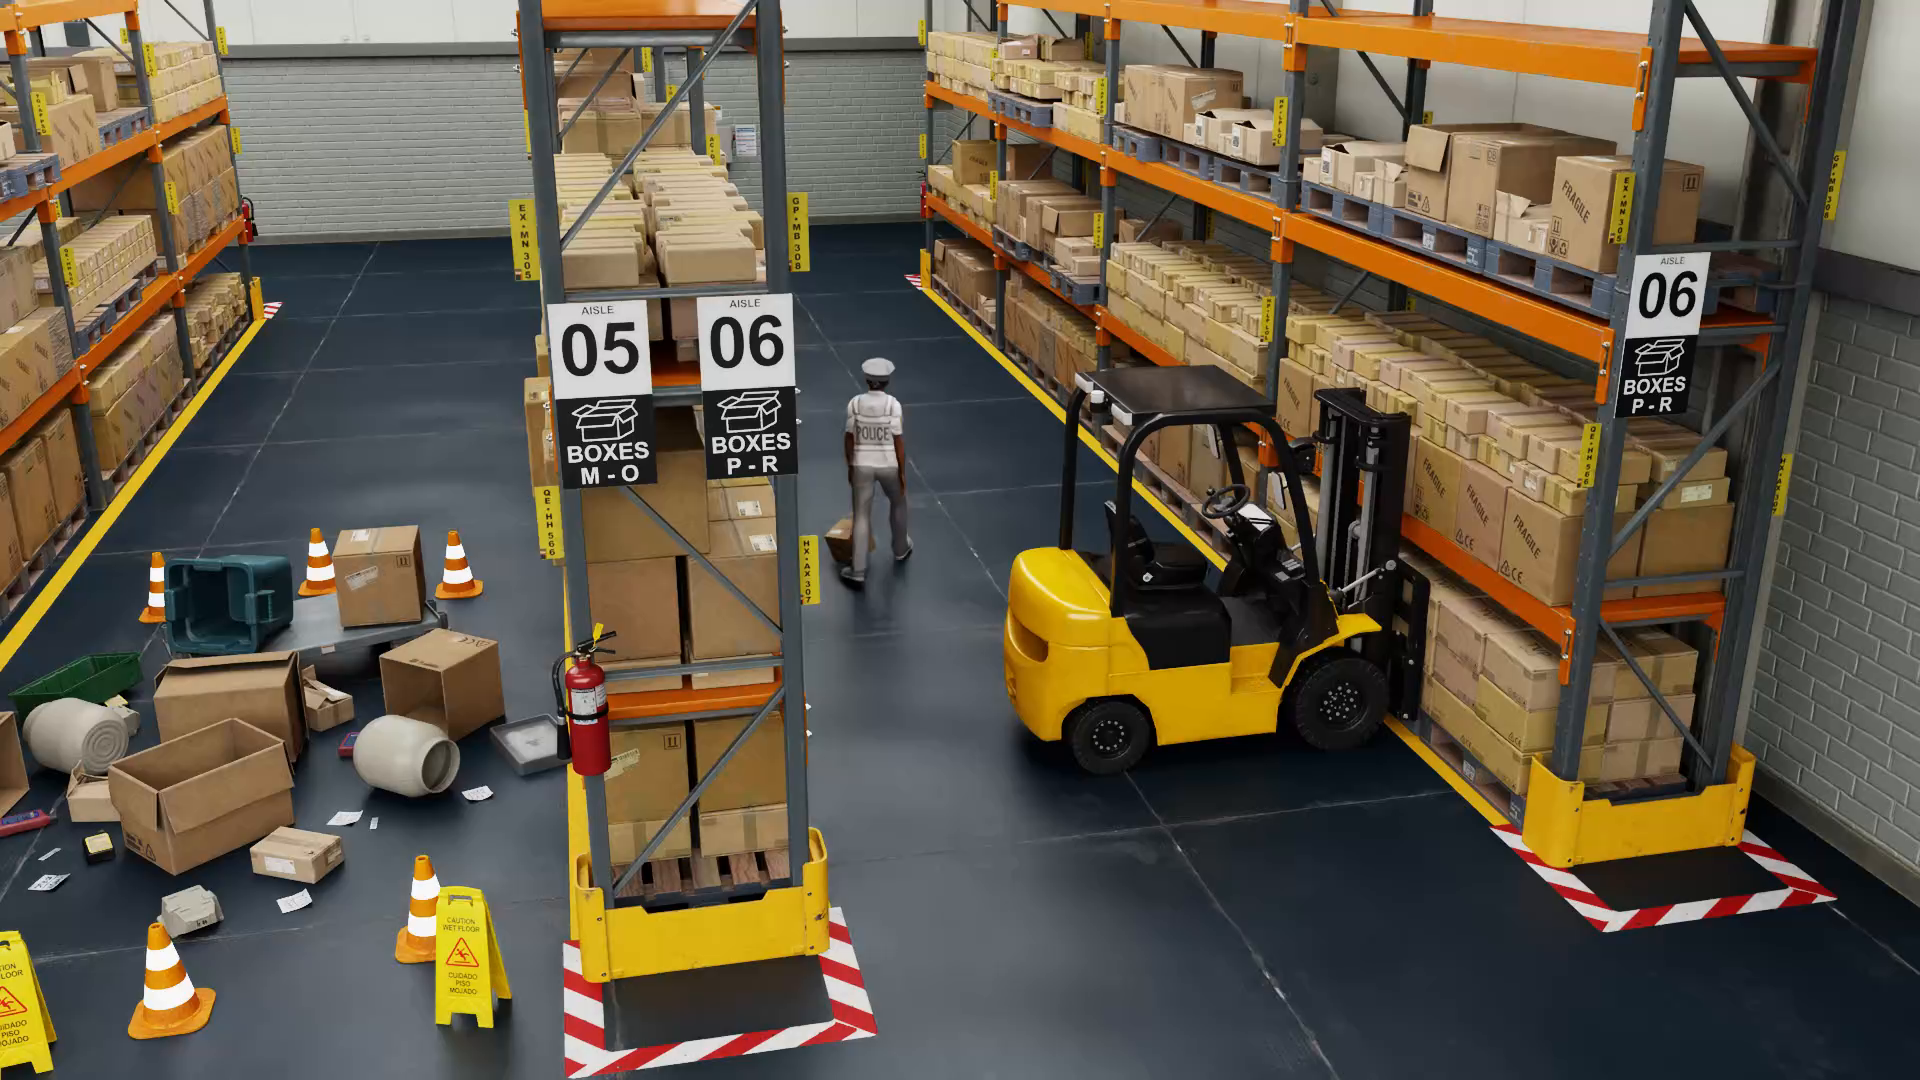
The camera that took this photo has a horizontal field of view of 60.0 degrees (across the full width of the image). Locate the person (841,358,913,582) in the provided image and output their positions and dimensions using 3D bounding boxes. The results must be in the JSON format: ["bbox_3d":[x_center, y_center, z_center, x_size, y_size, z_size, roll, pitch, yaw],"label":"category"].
[{"bbox_3d":[-0.640,-0.546,12.633,0.488,1.614,0.946,2,20,6],"label":"person"}]
